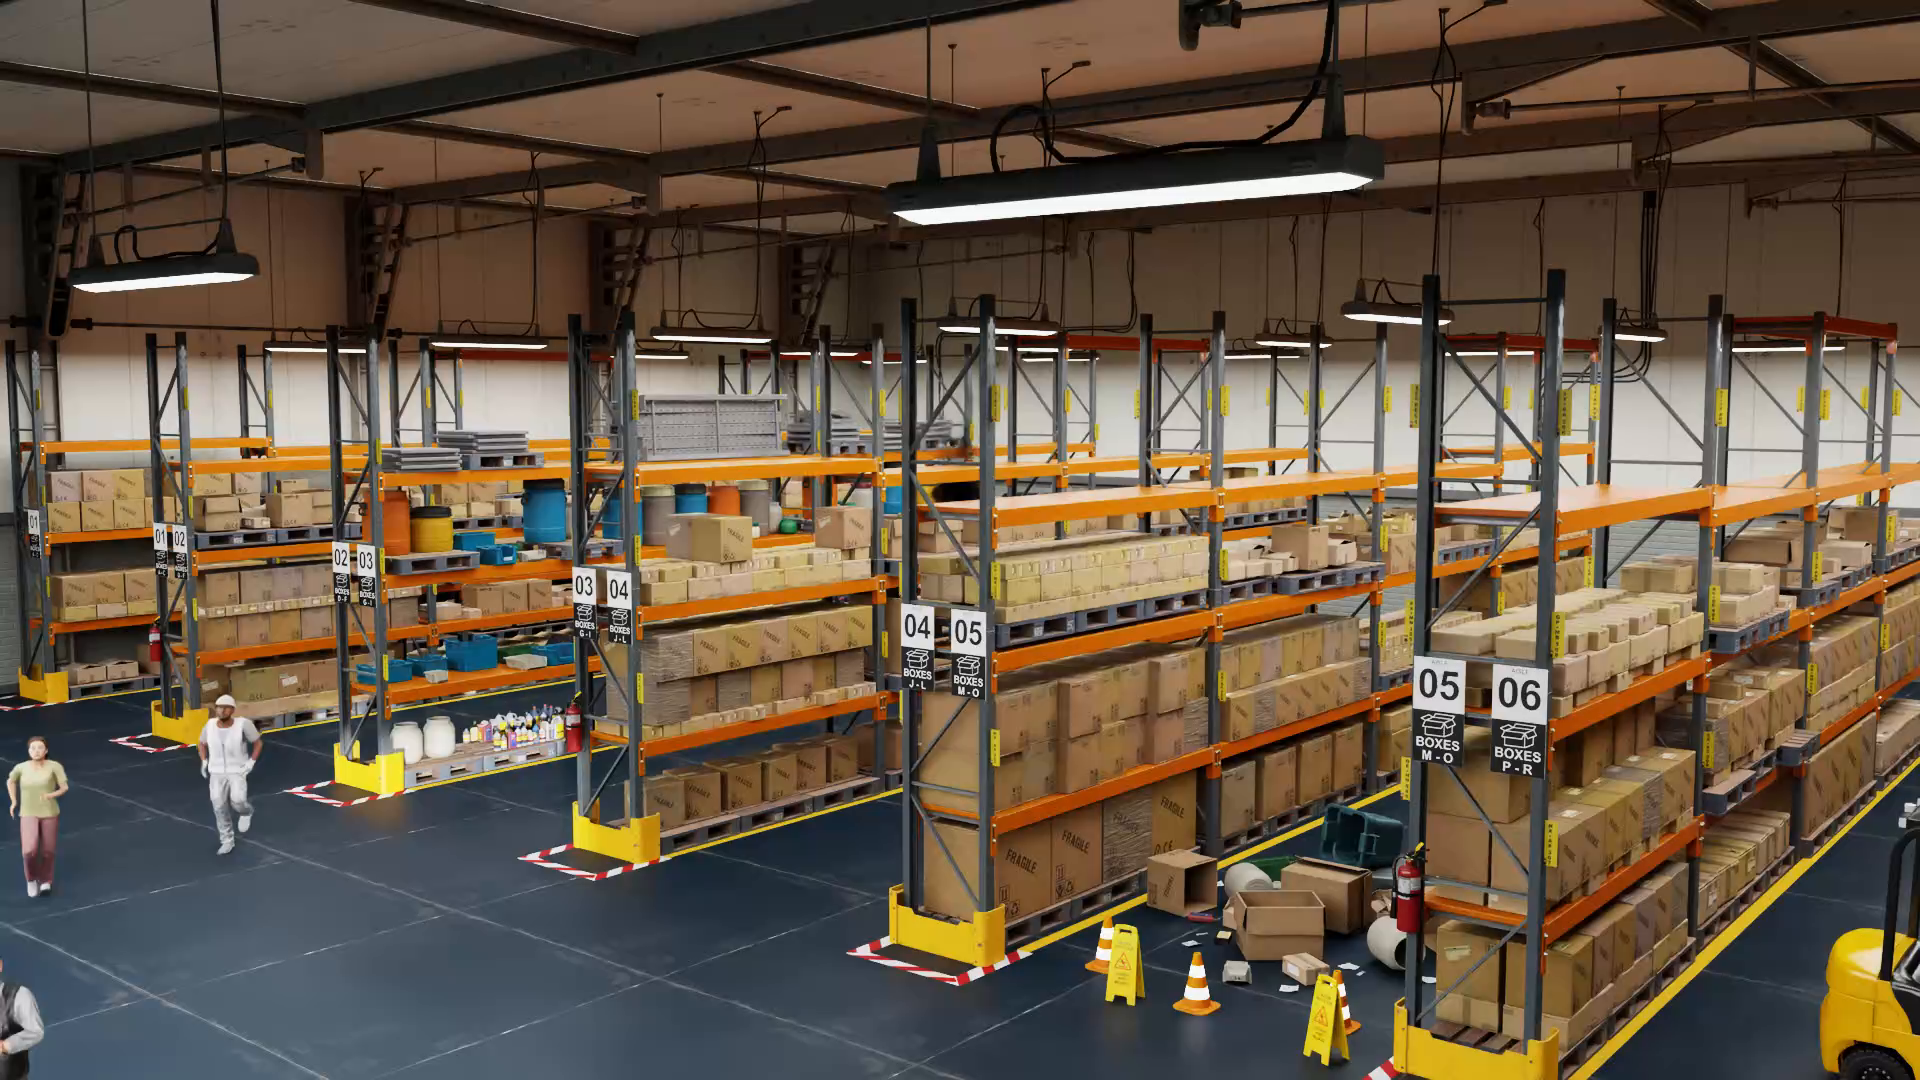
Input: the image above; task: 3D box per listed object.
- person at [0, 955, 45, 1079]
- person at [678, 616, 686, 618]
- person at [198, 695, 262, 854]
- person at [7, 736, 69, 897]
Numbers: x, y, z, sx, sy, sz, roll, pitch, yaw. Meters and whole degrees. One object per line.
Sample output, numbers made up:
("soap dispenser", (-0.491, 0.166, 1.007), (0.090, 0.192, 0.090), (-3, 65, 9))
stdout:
("person", (-5.985, 3.388, 10.249), (0.630, 1.780, 0.778), (-3, 6, -29))
("person", (-4.949, 1.786, 28.986), (0.549, 1.552, 0.556), (3, 6, 28))
("person", (-8.259, 2.609, 18.827), (0.700, 1.753, 0.759), (-1, 5, -11))
("person", (-9.355, 2.811, 16.895), (0.558, 1.638, 0.626), (-3, 6, -28))
